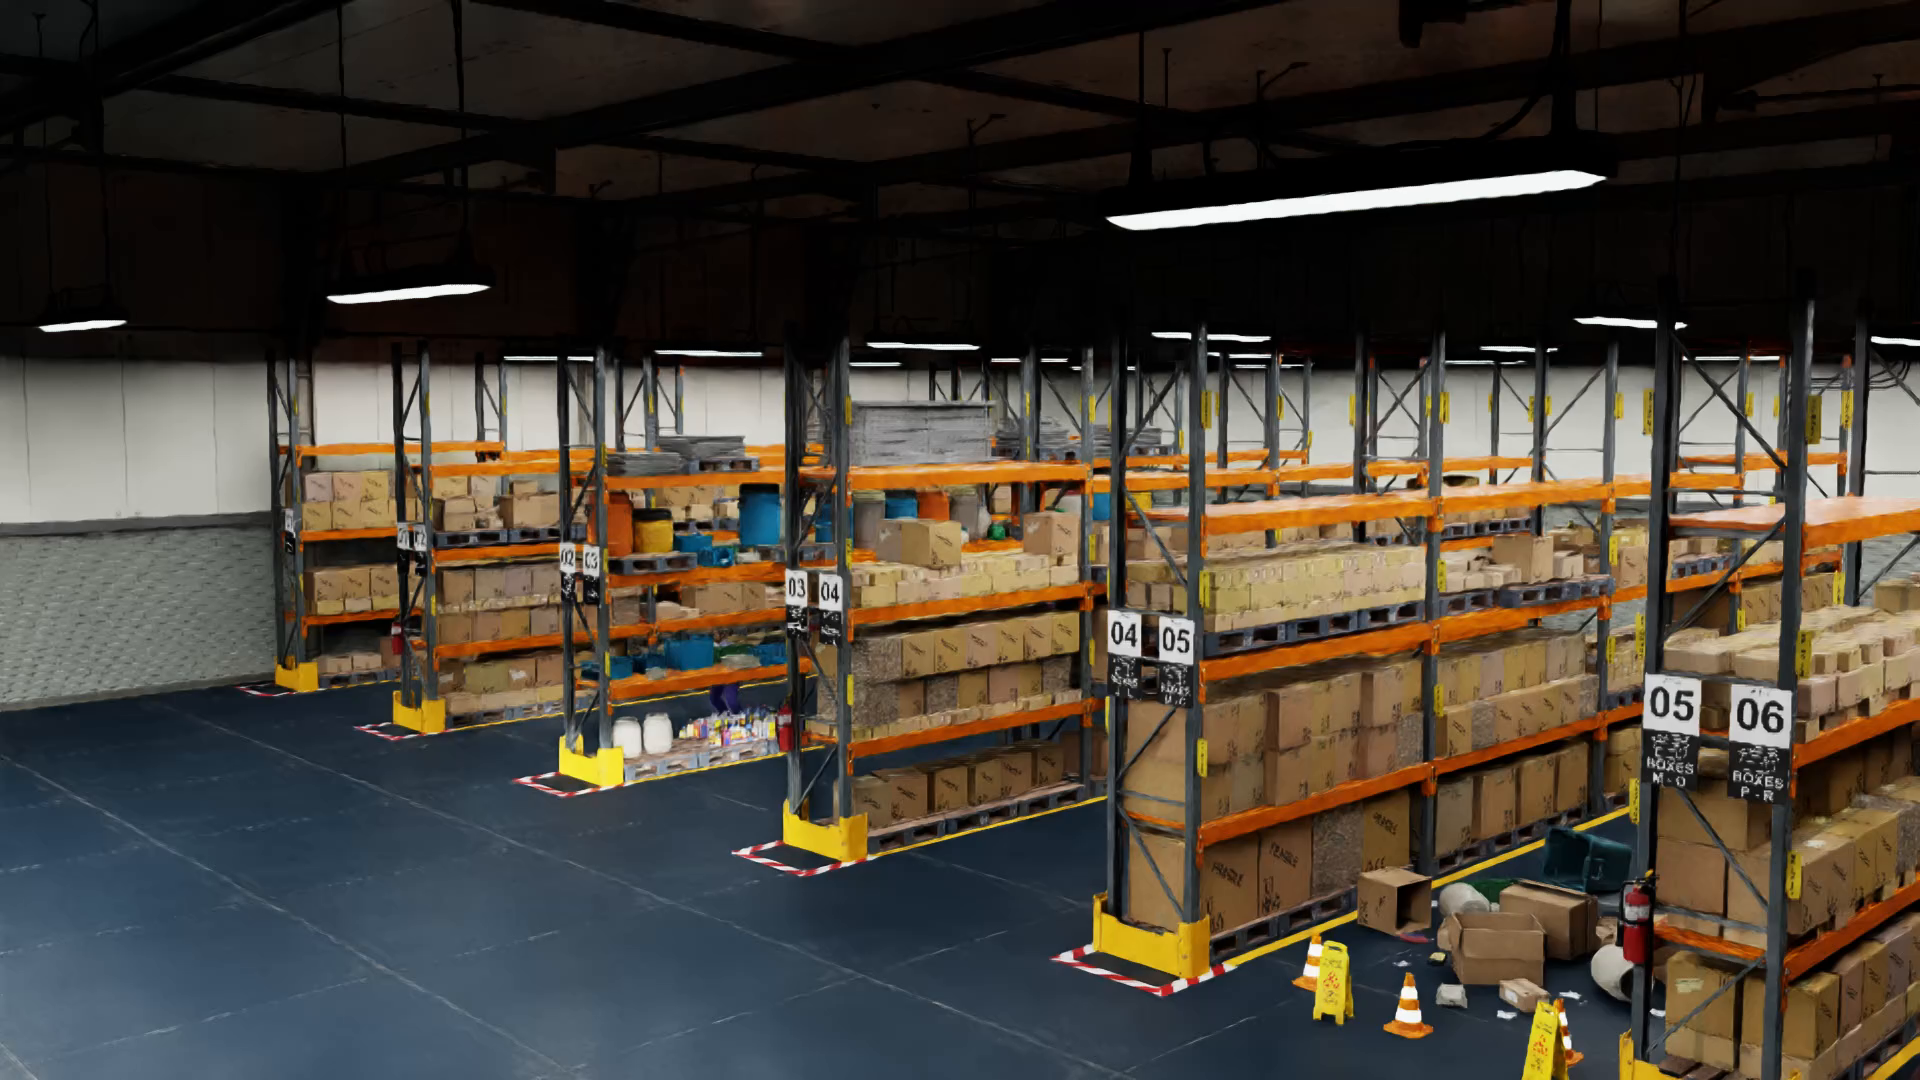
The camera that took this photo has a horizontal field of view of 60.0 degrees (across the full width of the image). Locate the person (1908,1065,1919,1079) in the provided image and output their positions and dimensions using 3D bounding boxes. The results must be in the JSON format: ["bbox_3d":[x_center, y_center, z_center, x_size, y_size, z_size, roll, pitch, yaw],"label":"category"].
[{"bbox_3d":[6.408,3.394,10.592,1.046,1.723,0.630,-2,5,-24],"label":"person"}]

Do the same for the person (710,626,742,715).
[{"bbox_3d":[-3.664,2.128,26.010,0.608,1.596,0.510,5,7,44],"label":"person"}]

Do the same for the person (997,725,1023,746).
[{"bbox_3d":[0.647,2.342,23.045,0.498,1.648,0.463,-1,5,-14],"label":"person"}]
